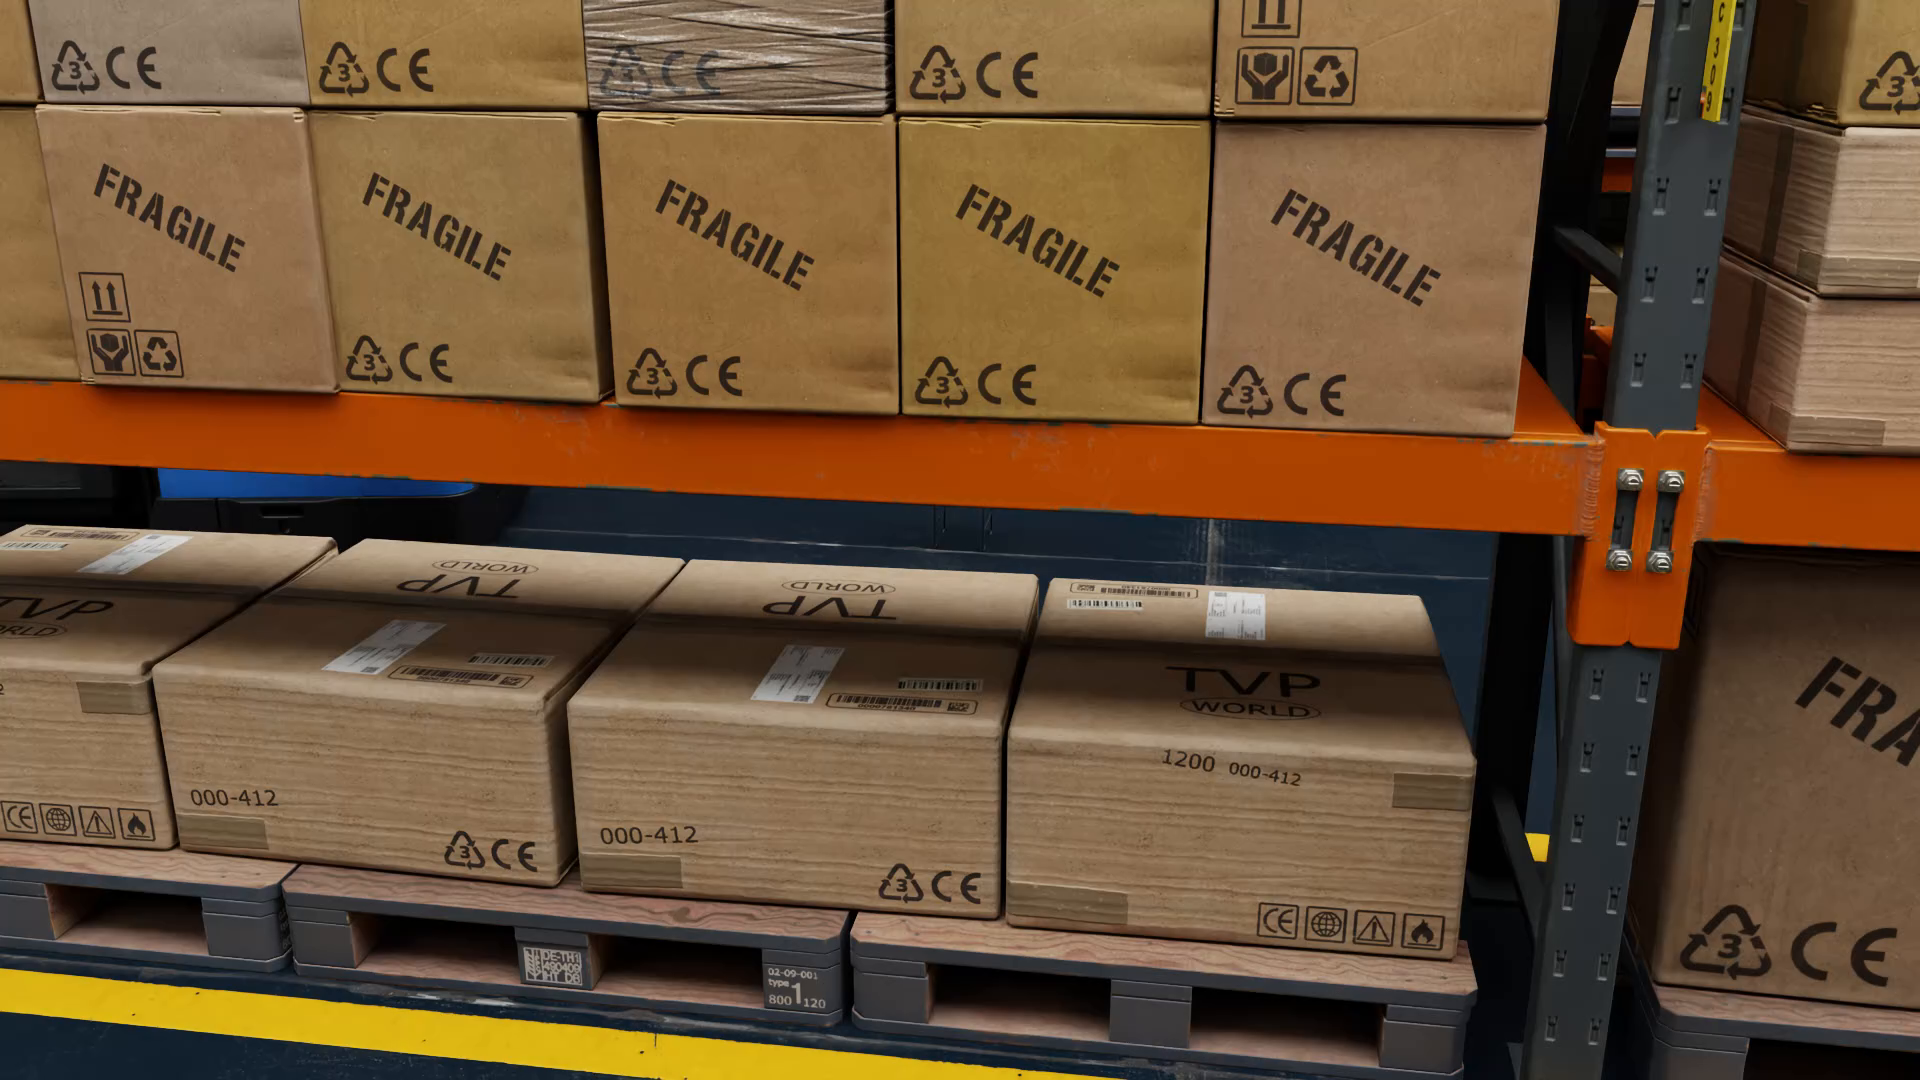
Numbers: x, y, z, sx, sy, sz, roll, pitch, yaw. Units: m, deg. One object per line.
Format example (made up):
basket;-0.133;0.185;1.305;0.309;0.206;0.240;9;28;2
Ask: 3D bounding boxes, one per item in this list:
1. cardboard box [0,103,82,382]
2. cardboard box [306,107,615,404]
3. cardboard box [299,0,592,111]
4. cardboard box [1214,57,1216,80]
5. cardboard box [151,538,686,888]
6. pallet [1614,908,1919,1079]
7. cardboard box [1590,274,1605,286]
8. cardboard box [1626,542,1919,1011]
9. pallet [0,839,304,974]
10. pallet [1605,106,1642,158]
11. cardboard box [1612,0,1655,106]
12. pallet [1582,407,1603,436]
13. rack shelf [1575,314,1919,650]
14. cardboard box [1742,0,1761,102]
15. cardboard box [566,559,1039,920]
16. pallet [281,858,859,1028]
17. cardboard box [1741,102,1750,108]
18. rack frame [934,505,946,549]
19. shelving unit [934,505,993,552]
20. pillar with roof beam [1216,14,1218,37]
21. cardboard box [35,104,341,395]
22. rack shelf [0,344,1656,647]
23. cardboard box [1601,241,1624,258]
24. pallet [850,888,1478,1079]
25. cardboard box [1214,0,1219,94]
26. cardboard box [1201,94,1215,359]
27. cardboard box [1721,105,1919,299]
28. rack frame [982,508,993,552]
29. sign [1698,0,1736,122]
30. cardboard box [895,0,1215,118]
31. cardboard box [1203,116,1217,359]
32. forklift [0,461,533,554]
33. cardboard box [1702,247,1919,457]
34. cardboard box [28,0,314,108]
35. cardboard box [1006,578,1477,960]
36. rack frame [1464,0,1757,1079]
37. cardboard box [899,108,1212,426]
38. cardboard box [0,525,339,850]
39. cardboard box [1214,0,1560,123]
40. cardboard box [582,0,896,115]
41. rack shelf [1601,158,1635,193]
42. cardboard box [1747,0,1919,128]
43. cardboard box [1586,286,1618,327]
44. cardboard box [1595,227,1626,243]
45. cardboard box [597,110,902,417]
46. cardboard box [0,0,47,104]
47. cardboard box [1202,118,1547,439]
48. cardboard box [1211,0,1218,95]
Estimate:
cardboard box;-1.828;-0.617;3.262;0.500;0.500;0.500;3;19;8
cardboard box;-0.832;-0.566;3.109;0.500;0.500;0.500;4;19;10
cardboard box;-0.818;-1.036;2.940;0.500;0.500;0.500;3;19;9
cardboard box;0.934;-2.094;7.602;0.500;0.250;0.500;3;19;9
cardboard box;-1.188;0.361;3.873;0.875;0.438;0.875;3;19;10
pallet;1.963;0.839;3.464;1.213;0.211;1.003;3;19;9
cardboard box;2.825;-1.275;7.642;0.250;0.149;0.380;2;19;6
cardboard box;1.814;0.316;3.319;0.875;0.875;0.875;4;19;10
pallet;-1.959;0.638;4.064;1.213;0.211;1.003;3;19;9
pallet;2.744;-1.889;7.523;1.213;0.211;1.003;3;19;9
cardboard box;2.926;-2.180;7.273;0.500;0.500;0.700;3;19;9
pallet;2.781;-0.703;8.071;1.213;0.211;1.003;3;19;9
rack shelf;3.163;-0.057;2.880;4.000;0.370;1.077;3;19;9
cardboard box;1.670;-1.077;3.060;0.500;0.500;0.500;4;19;10
cardboard box;-0.298;0.407;3.736;0.875;0.438;0.875;2;19;7
pallet;-0.758;0.700;3.878;1.213;0.211;1.003;3;19;9
cardboard box;1.663;-0.719;3.173;0.500;0.250;0.500;3;19;9
rack frame;-0.076;-0.573;6.124;0.006;1.200;0.240;3;19;9
shelving unit;0.014;-0.568;6.111;0.189;1.200;0.258;3;19;9
pillar with roof beam;0.745;-3.868;3.681;0.400;9.000;9.100;3;19;9
cardboard box;-1.329;-0.586;3.169;0.500;0.500;0.500;3;19;8
rack shelf;-0.786;-0.258;3.482;4.000;0.370;1.077;3;19;9
cardboard box;3.098;-1.266;7.614;0.250;0.149;0.380;3;19;8
pallet;0.450;0.761;3.697;1.213;0.211;1.003;3;19;9
cardboard box;0.757;-1.120;3.191;0.500;0.500;0.500;3;19;9
cardboard box;0.271;-0.679;3.446;0.500;0.500;0.500;3;19;9
cardboard box;1.578;-0.554;2.681;0.500;0.250;0.500;2;19;7
rack frame;0.105;-0.564;6.097;0.006;1.200;0.240;3;19;9
sign;1.102;-0.773;2.397;0.005;0.325;0.100;3;19;9
cardboard box;0.179;-0.986;2.789;0.500;0.500;0.500;3;19;8
cardboard box;0.767;-0.652;3.367;0.500;0.500;0.500;4;19;10
forklift;-3.231;-1.398;5.861;3.031;2.935;1.130;-1;19;-1
cardboard box;1.581;-0.323;2.778;0.500;0.250;0.500;2;19;7
cardboard box;-1.311;-1.061;3.014;0.500;0.500;0.500;3;19;8
cardboard box;0.586;0.452;3.602;0.875;0.438;0.875;3;19;8
rack frame;1.189;-0.499;3.067;0.127;3.000;1.000;3;19;9
cardboard box;0.181;-0.514;2.954;0.500;0.500;0.500;2;19;7
cardboard box;-2.093;0.317;4.003;0.875;0.438;0.875;2;19;7
cardboard box;0.679;-0.958;2.705;0.500;0.500;0.500;3;19;8
cardboard box;-0.325;-1.009;2.857;0.500;0.500;0.500;3;19;9
rack shelf;3.947;-1.612;7.529;4.000;0.370;1.077;3;19;9
cardboard box;1.578;-0.908;2.557;0.500;0.500;0.500;3;19;9
cardboard box;2.942;-0.949;7.691;0.500;0.500;0.500;3;19;8
cardboard box;3.140;-1.422;8.080;0.250;0.149;0.380;2;19;6
cardboard box;-0.317;-0.535;3.016;0.500;0.500;0.500;3;19;8
cardboard box;-1.821;-1.085;3.084;0.500;0.500;0.500;2;19;7
cardboard box;0.690;-0.490;2.882;0.500;0.500;0.500;3;19;9
cardboard box;0.259;-1.148;3.273;0.500;0.500;0.500;3;19;8
